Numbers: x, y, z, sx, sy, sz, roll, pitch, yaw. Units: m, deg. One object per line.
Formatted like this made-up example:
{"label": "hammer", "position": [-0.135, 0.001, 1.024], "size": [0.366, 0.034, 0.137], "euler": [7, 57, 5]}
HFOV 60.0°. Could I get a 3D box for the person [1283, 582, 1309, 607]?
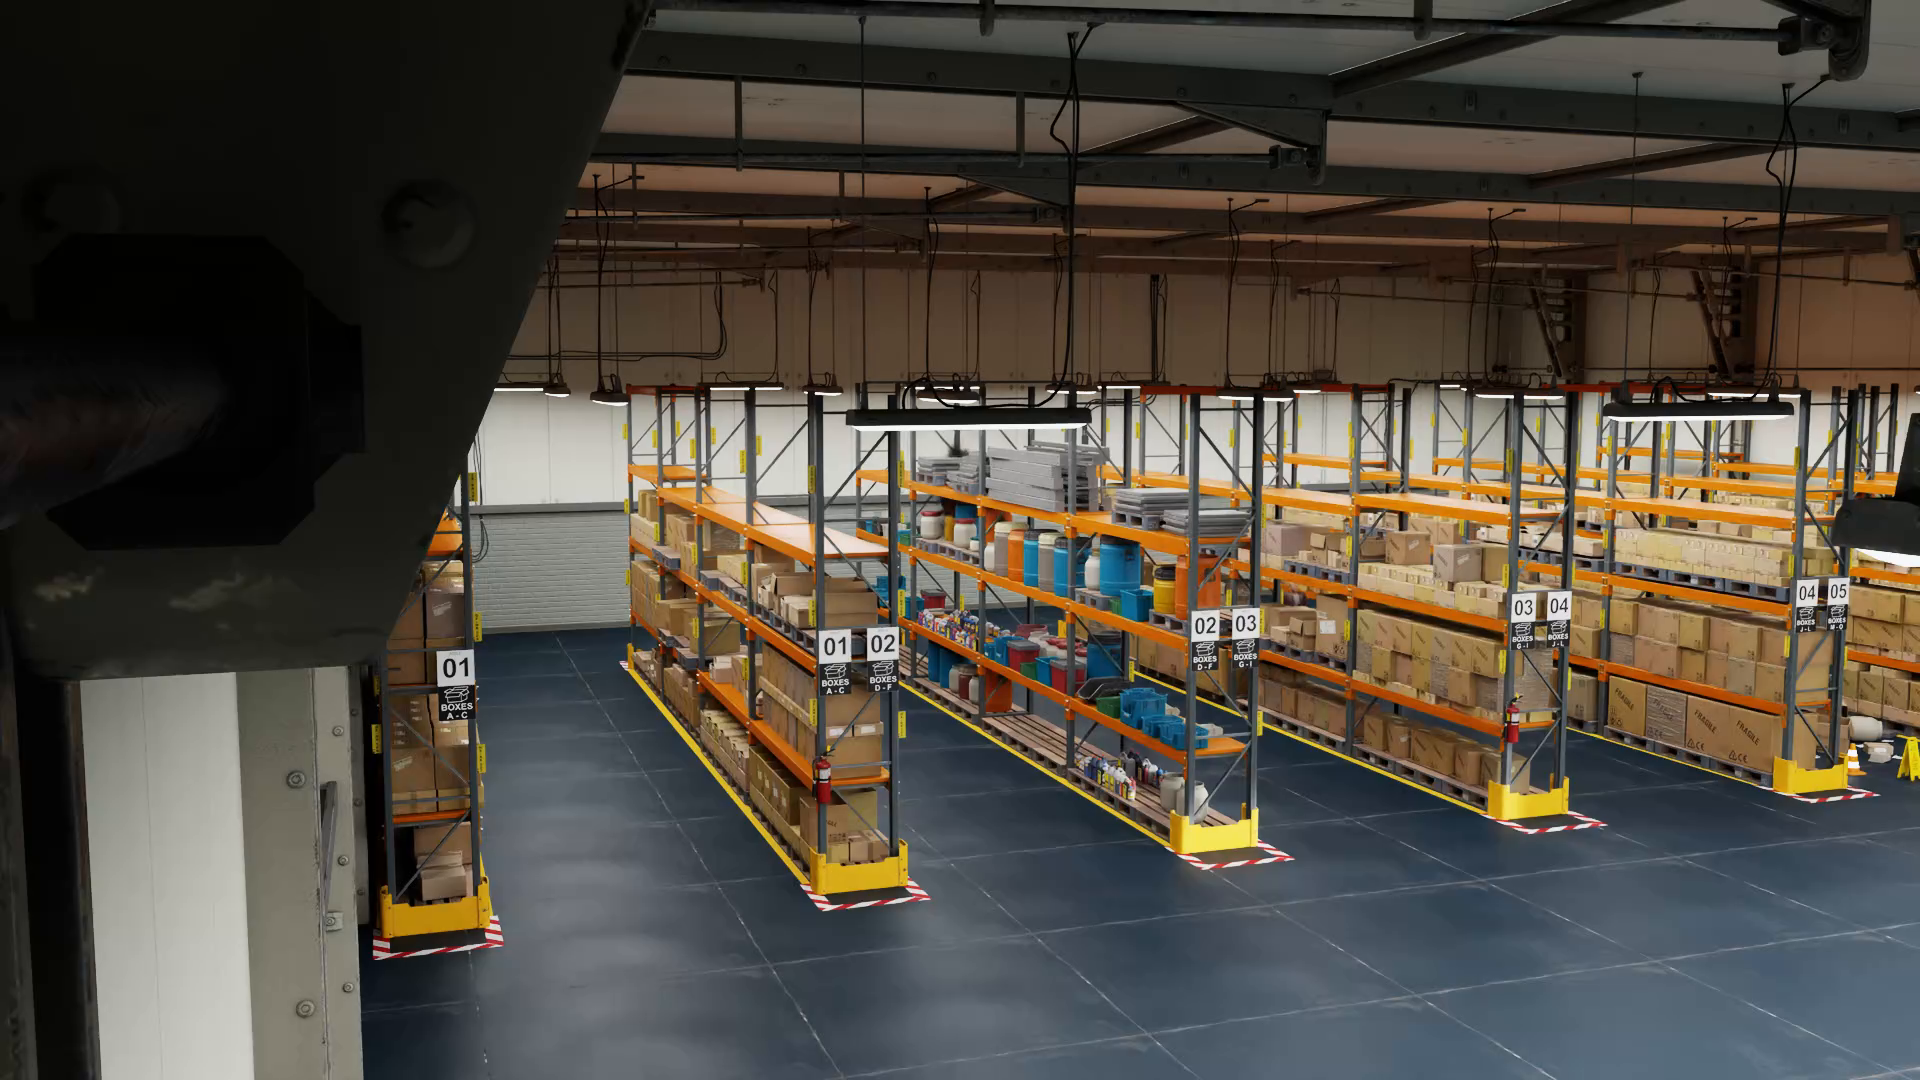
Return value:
{"label": "person", "position": [7.233, 1.753, 36.031], "size": [0.706, 1.763, 0.761], "euler": [-1, 6, -13]}
